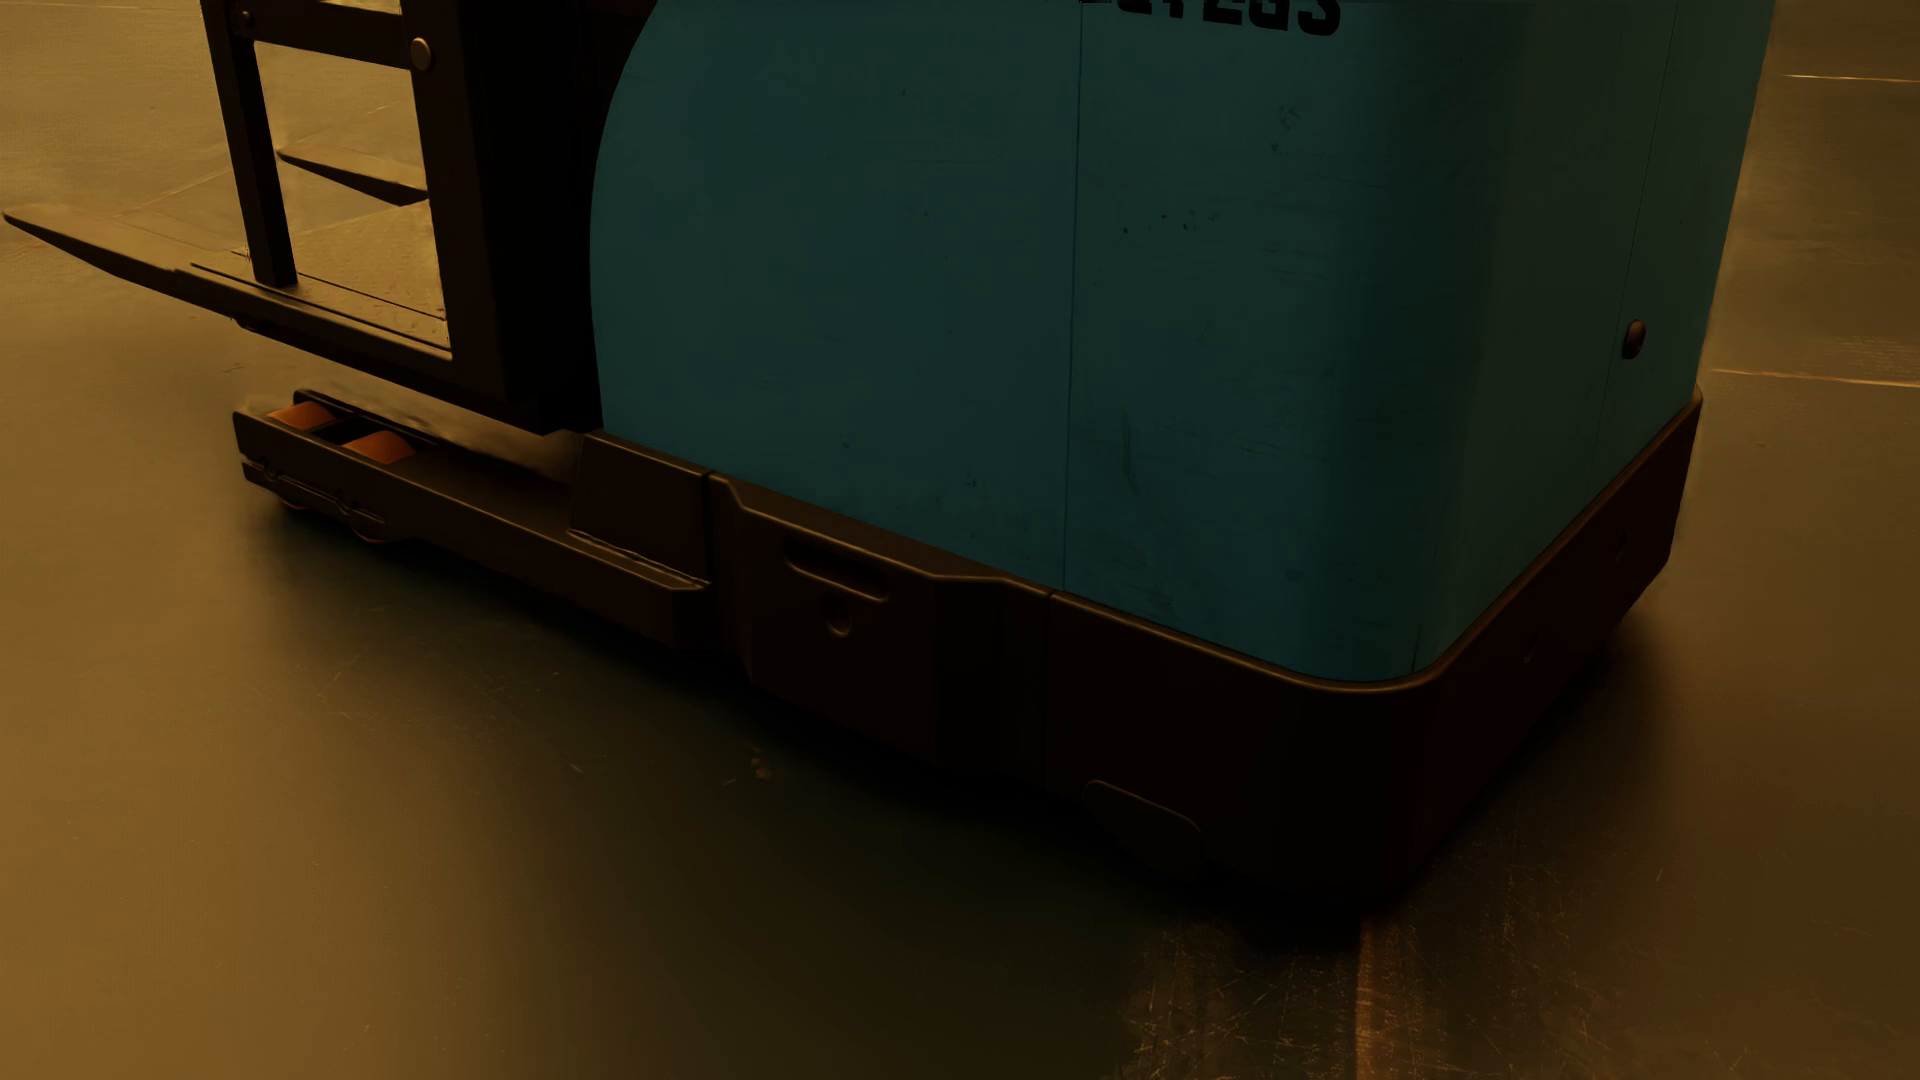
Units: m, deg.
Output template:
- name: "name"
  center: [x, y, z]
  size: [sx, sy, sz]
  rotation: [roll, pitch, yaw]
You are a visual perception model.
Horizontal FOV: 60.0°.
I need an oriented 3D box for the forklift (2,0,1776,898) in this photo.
- name: "forklift"
  center: [-0.497, -1.472, 2.163]
  size: [3.031, 2.935, 1.130]
  rotation: [19, 32, 33]
